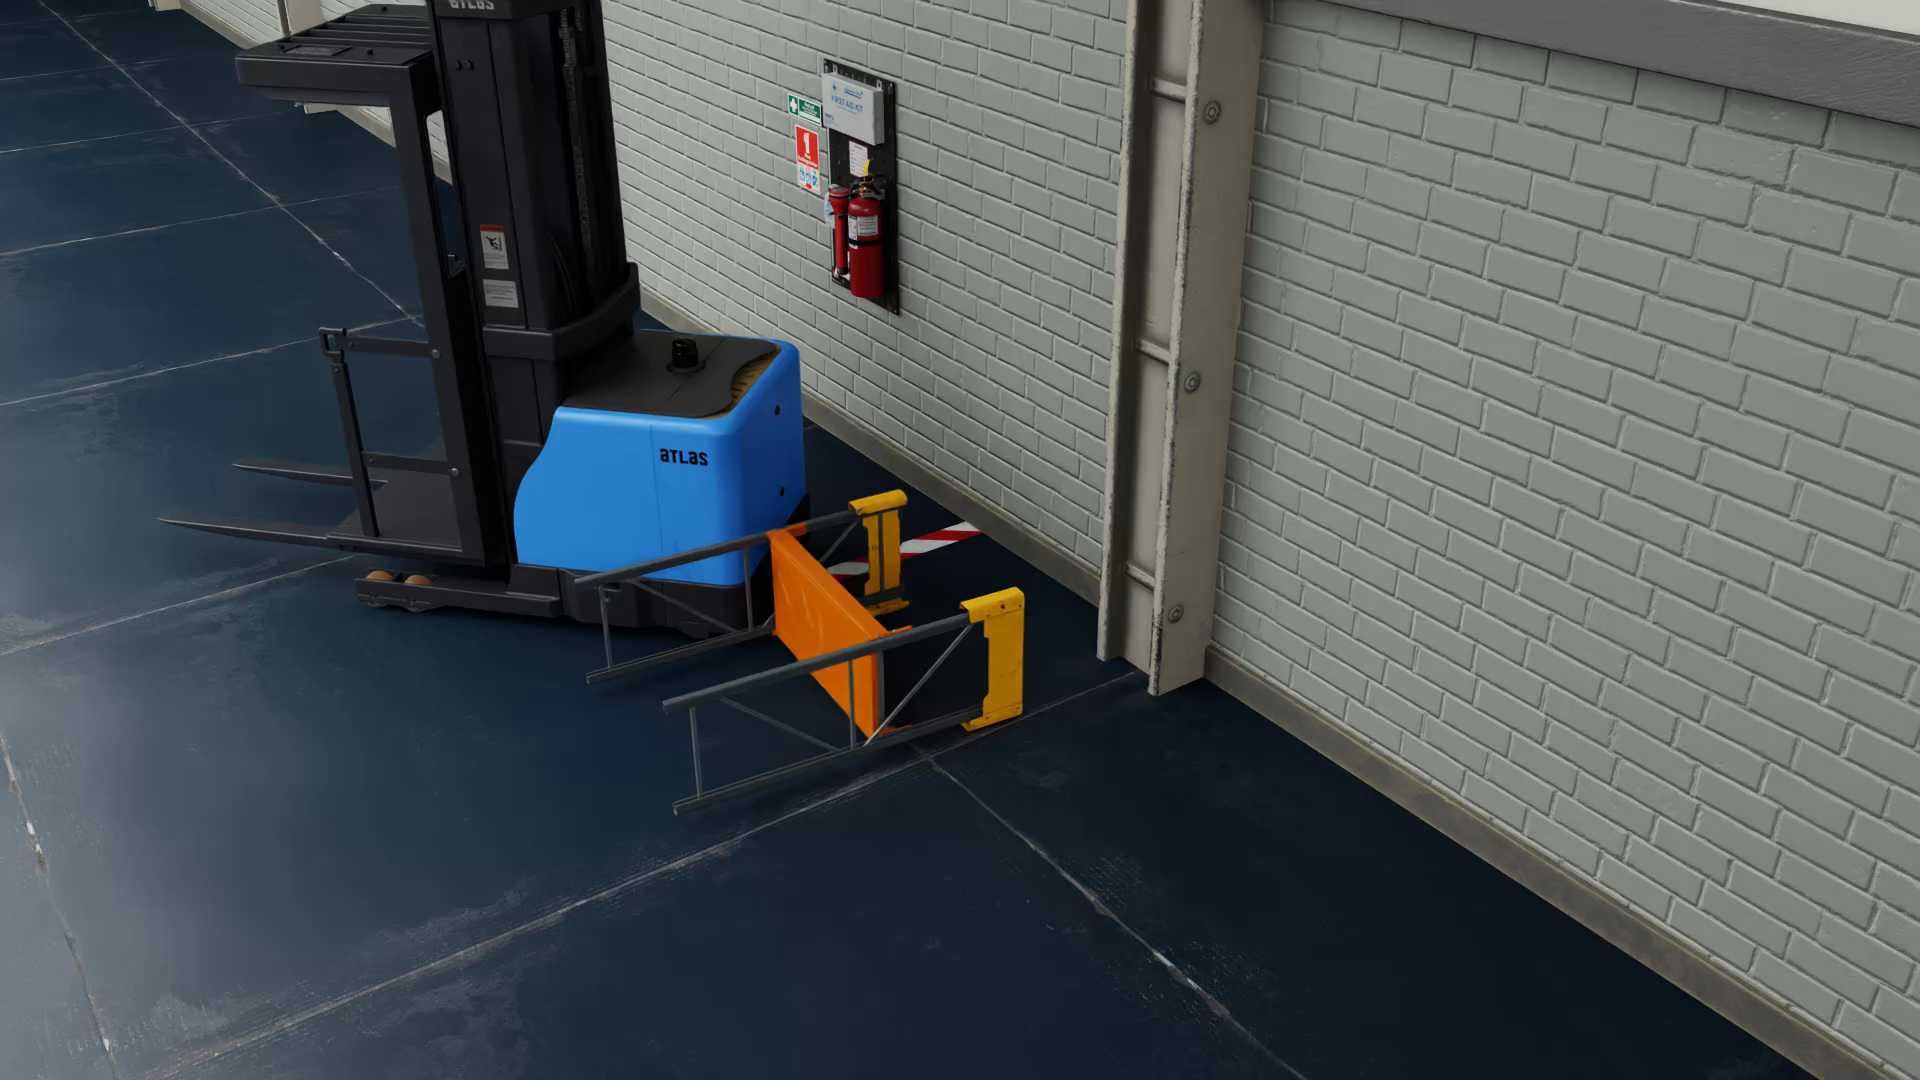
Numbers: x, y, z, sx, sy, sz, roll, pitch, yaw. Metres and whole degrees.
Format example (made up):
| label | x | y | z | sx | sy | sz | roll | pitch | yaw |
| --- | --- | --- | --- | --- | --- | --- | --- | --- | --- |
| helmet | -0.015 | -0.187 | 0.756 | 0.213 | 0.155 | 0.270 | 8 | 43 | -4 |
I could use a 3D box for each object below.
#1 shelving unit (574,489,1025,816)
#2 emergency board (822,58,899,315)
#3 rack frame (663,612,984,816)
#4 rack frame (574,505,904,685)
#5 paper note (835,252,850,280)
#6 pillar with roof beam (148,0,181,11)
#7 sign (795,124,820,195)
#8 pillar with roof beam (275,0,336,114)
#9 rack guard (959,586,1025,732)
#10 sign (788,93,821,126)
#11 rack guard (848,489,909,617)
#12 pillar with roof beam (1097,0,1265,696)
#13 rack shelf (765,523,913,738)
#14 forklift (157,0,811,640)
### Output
| label | x | y | z | sx | sy | sz | roll | pitch | yaw |
| --- | --- | --- | --- | --- | --- | --- | --- | --- | --- |
| shelving unit | -0.661 | 0.424 | 6.826 | 1.500 | 0.587 | 1.083 | -15 | 32 | -26 |
| emergency board | -0.566 | -1.746 | 8.322 | 0.194 | 1.169 | 0.643 | -19 | 34 | -31 |
| rack frame | -0.415 | 0.632 | 6.445 | 1.500 | 0.500 | 0.032 | -15 | 32 | -26 |
| rack frame | -0.916 | 0.210 | 7.222 | 1.500 | 0.500 | 0.032 | -15 | 32 | -26 |
| paper note | -0.612 | -1.447 | 8.694 | 0.016 | 0.148 | 0.142 | -19 | 34 | -31 |
| pillar with roof beam | -13.111 | -9.217 | 15.792 | 9.100 | 9.000 | 0.400 | -19 | 34 | -31 |
| sign | -0.802 | -2.005 | 8.762 | 0.001 | 0.329 | 0.234 | -19 | 34 | -31 |
| pillar with roof beam | -9.631 | -6.884 | 11.497 | 9.100 | 9.000 | 0.400 | -19 | 34 | -31 |
| rack guard | 0.128 | 0.484 | 6.716 | 0.250 | 0.587 | 0.087 | -15 | 32 | -26 |
| sign | -0.807 | -2.234 | 8.627 | 0.001 | 0.109 | 0.331 | -19 | 34 | -31 |
| rack guard | -0.363 | 0.071 | 7.478 | 0.250 | 0.587 | 0.087 | -15 | 32 | -26 |
| pillar with roof beam | -2.670 | -2.219 | 2.907 | 9.100 | 9.000 | 0.400 | -19 | 34 | -31 |
| rack shelf | -0.509 | 0.378 | 6.911 | 0.185 | 0.538 | 1.000 | -15 | 32 | -26 |
| forklift | -2.301 | -1.196 | 7.381 | 3.031 | 2.935 | 1.130 | 6 | 29 | 11 |
